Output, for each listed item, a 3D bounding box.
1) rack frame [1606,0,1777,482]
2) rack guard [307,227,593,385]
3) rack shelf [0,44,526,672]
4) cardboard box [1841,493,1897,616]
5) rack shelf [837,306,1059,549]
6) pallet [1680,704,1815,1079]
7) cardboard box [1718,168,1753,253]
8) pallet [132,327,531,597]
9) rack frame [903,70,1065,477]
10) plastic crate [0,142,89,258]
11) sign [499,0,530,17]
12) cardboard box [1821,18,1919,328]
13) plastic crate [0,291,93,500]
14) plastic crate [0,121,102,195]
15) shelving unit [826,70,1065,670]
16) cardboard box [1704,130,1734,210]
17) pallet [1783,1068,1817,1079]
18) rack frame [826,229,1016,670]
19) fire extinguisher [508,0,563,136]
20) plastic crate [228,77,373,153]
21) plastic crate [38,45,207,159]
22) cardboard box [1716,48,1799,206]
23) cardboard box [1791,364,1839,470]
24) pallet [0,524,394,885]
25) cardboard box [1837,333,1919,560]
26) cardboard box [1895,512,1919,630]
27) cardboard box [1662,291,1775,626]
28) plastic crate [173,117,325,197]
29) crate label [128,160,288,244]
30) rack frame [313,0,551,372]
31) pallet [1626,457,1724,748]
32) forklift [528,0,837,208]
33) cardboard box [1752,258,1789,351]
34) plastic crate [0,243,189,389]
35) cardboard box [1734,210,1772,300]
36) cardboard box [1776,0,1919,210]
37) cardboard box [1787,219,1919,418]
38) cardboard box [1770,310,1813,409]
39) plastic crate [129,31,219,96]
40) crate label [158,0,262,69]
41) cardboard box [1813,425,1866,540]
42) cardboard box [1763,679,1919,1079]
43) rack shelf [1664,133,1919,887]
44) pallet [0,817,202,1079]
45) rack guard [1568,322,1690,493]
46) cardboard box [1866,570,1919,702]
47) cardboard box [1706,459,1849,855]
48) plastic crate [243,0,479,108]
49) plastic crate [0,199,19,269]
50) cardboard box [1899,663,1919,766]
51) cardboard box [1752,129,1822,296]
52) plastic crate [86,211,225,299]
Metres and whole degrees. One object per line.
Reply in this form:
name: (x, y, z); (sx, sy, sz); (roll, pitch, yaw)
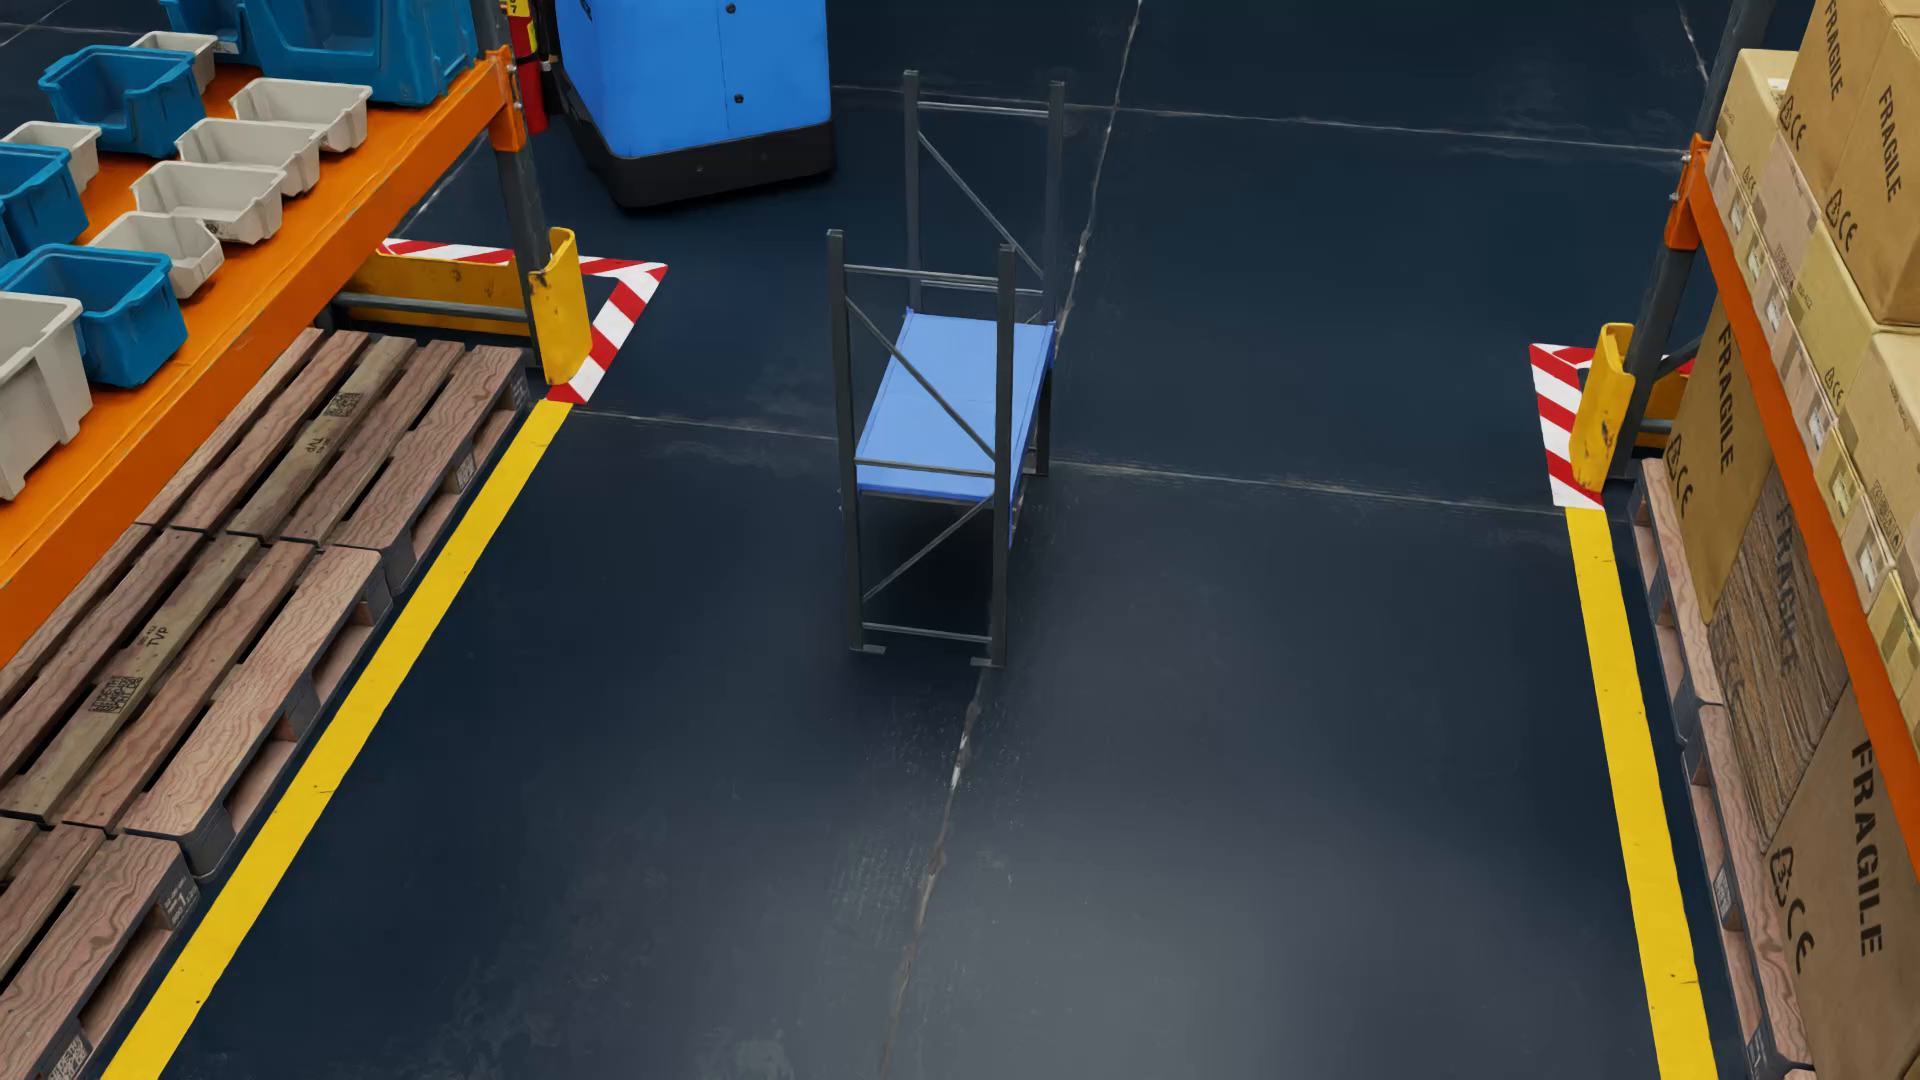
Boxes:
rack frame: (2.814, -1.362, 5.044); (1.000, 3.000, 0.127); (6, 40, 8)
rack guard: (-2.073, -0.962, 6.521); (1.175, 0.500, 0.348); (6, 40, 8)
rack shelf: (-2.411, -0.376, 4.415); (1.077, 0.370, 4.000); (6, 40, 8)
cardboard box: (2.119, 0.051, 3.531); (0.380, 0.149, 0.250); (7, 40, 8)
rack shelf: (-0.015, -0.386, 5.322); (0.538, 0.185, 1.000); (6, 40, 8)
pallet: (2.539, 0.986, 4.392); (1.003, 0.211, 1.213); (6, 40, 8)
cardboard box: (2.384, -0.918, 4.703); (0.380, 0.149, 0.250); (6, 40, 7)
pallet: (-2.246, -0.321, 5.972); (1.003, 0.211, 1.213); (6, 40, 8)
rack frame: (0.073, -0.844, 5.593); (0.500, 1.500, 0.032); (6, 40, 8)
plastic crate: (-2.659, -0.922, 4.596); (0.416, 0.233, 0.300); (6, 40, 8)
sign: (-1.520, -1.921, 5.591); (0.100, 0.325, 0.005); (6, 40, 8)
cardboard box: (2.294, -0.797, 3.656); (0.500, 0.500, 0.500); (5, 40, 6)
plastic crate: (-2.311, -0.314, 3.821); (0.437, 0.282, 0.530); (6, 40, 8)
plastic crate: (-2.686, -1.093, 4.878); (0.250, 0.136, 0.298); (6, 40, 8)
shelving unit: (-0.015, -0.524, 5.207); (0.538, 1.500, 1.048); (6, 40, 8)
cardboard box: (2.427, -1.079, 4.898); (0.380, 0.149, 0.250); (7, 40, 8)
pallet: (2.330, 1.754, 3.463); (1.003, 0.211, 1.213); (6, 40, 8)
rack frame: (-0.103, -0.205, 4.821); (0.500, 1.500, 0.032); (6, 40, 8)
fire extinguisher: (-1.591, -1.780, 5.902); (0.296, 0.674, 0.183); (6, 40, 8)
plastic crate: (-2.027, -1.298, 5.126); (0.396, 0.136, 0.243); (6, 40, 8)
plastic crate: (-2.546, -1.335, 5.095); (0.416, 0.233, 0.300); (6, 40, 8)
cardboard box: (2.465, -1.148, 4.668); (0.500, 0.250, 0.500); (5, 40, 6)
cardboard box: (2.207, -0.272, 3.922); (0.380, 0.149, 0.250); (6, 40, 7)
pallet: (-2.459, 0.443, 5.049); (1.003, 0.211, 1.213); (6, 40, 8)
cardboard box: (2.206, -0.178, 3.495); (0.500, 0.250, 0.500); (6, 40, 7)
cardboard box: (2.115, 0.140, 3.111); (0.500, 0.250, 0.500); (7, 40, 9)
cardboard box: (2.782, -0.295, 5.091); (0.875, 0.875, 0.875); (6, 40, 8)
plastic crate: (-2.092, -1.118, 4.908); (0.396, 0.136, 0.243); (6, 40, 8)
crate label: (-2.116, -0.941, 4.693); (0.396, 0.136, 0.243); (6, 40, 8)
rack frame: (-2.065, -1.909, 5.704); (1.000, 3.000, 0.127); (6, 40, 8)
pallet: (2.752, 0.223, 5.315); (1.003, 0.211, 1.213); (6, 40, 8)
forklift: (-1.614, -3.557, 7.752); (1.130, 2.935, 3.031); (-15, 42, -17)
cardboard box: (2.296, -0.593, 4.311); (0.380, 0.149, 0.250); (6, 40, 7)
plastic crate: (-2.167, -0.550, 4.145); (0.416, 0.233, 0.300); (6, 40, 8)
cardboard box: (2.340, -0.757, 4.509); (0.380, 0.149, 0.250); (6, 40, 7)
cardboard box: (2.378, -1.123, 4.050); (0.500, 0.500, 0.500); (5, 40, 7)
cardboard box: (2.291, -0.506, 3.892); (0.500, 0.250, 0.500); (5, 40, 6)
cardboard box: (2.251, -0.434, 4.118); (0.380, 0.149, 0.250); (6, 40, 7)
plastic crate: (-2.569, -1.519, 5.393); (0.250, 0.136, 0.298); (6, 40, 8)
crate label: (-2.432, -1.748, 5.595); (0.416, 0.233, 0.303); (6, 40, 8)
cardboard box: (2.162, -0.114, 3.731); (0.380, 0.149, 0.250); (5, 40, 7)
cardboard box: (2.470, 0.835, 3.724); (0.875, 0.875, 0.875); (6, 40, 8)
rack shelf: (2.468, 0.170, 3.755); (1.077, 0.370, 4.000); (6, 40, 8)
pallet: (-2.668, 1.211, 4.120); (1.003, 0.211, 1.213); (6, 40, 8)
rack guard: (2.818, -0.414, 5.859); (1.175, 0.500, 0.348); (6, 40, 8)
cardboard box: (2.074, 0.211, 3.338); (0.380, 0.149, 0.250); (6, 40, 7)
cardboard box: (2.624, 0.276, 4.400); (0.875, 0.875, 0.875); (6, 40, 8)
plastic crate: (-1.939, -1.715, 5.395); (0.616, 0.435, 0.499); (6, 40, 8)
plastic crate: (-2.711, -0.734, 4.368); (0.416, 0.233, 0.300); (6, 40, 8)
cardboard box: (2.029, 0.371, 3.144); (0.380, 0.149, 0.250); (7, 40, 9)
cardboard box: (2.381, -0.821, 4.273); (0.500, 0.250, 0.500); (6, 40, 7)
plastic crate: (-2.149, -0.753, 4.466); (0.298, 0.136, 0.250); (6, 40, 8)
